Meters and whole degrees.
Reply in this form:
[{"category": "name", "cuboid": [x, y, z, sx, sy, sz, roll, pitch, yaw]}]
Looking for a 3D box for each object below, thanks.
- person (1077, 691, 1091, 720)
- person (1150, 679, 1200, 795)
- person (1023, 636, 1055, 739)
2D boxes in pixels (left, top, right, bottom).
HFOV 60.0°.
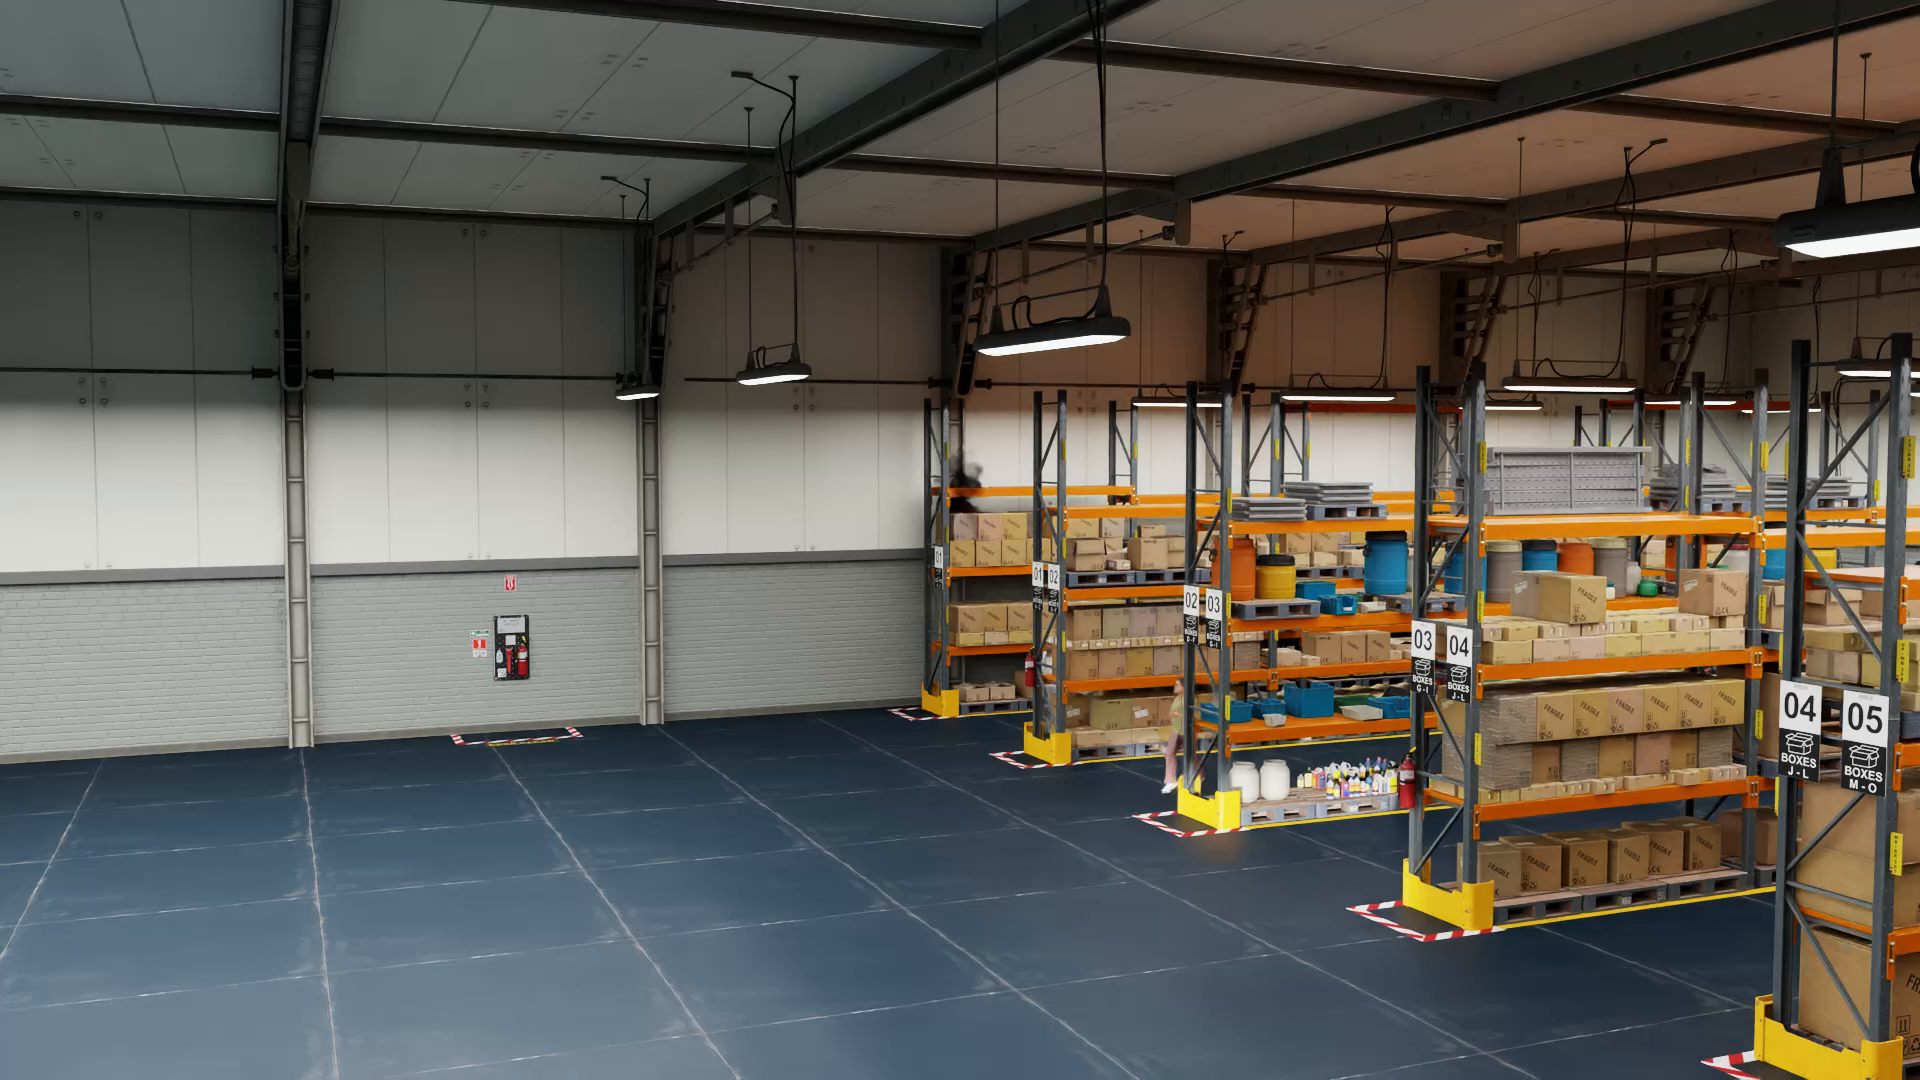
[{"category": "person", "cuboid": [2.117, 2.620, 29.310, 0.755, 1.722, 0.576, -2, 4, -27]}, {"category": "person", "cuboid": [3.198, 2.888, 24.474, 0.895, 1.683, 0.563, -2, 4, -29]}, {"category": "person", "cuboid": [1.495, 2.585, 29.067, 0.754, 1.843, 0.680, -3, 5, -42]}]
